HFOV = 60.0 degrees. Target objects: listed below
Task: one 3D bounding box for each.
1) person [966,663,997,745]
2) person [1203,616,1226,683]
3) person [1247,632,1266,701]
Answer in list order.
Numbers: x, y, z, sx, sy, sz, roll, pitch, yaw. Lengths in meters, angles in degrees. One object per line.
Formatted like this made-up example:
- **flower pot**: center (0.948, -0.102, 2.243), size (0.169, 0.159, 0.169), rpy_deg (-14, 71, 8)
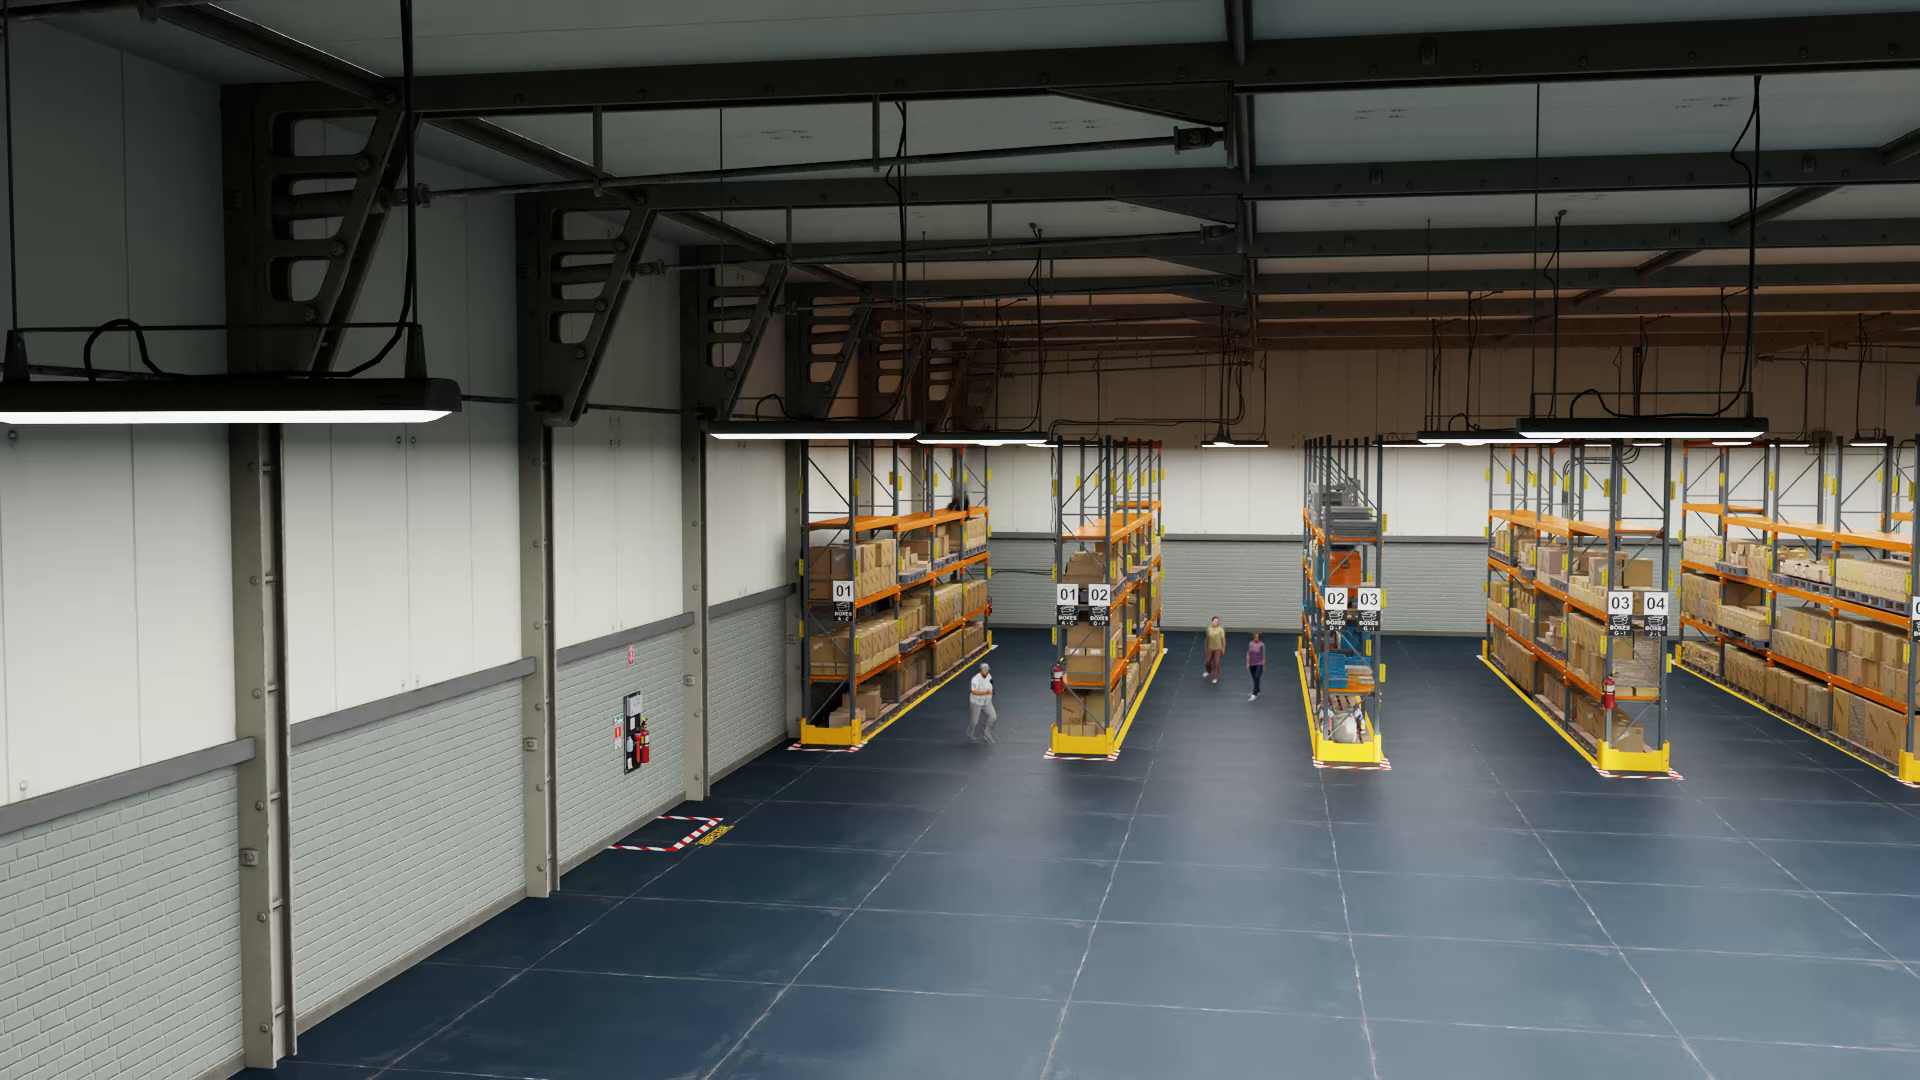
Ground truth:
- **person**: center (0.402, 3.174, 32.298), size (0.541, 1.616, 0.905), rpy_deg (-2, 4, -29)
- **person**: center (6.274, 2.735, 41.016), size (0.628, 1.541, 0.619), rpy_deg (1, 3, 21)
- **person**: center (6.785, 2.877, 38.268), size (0.495, 1.540, 0.868), rpy_deg (2, 4, 35)
